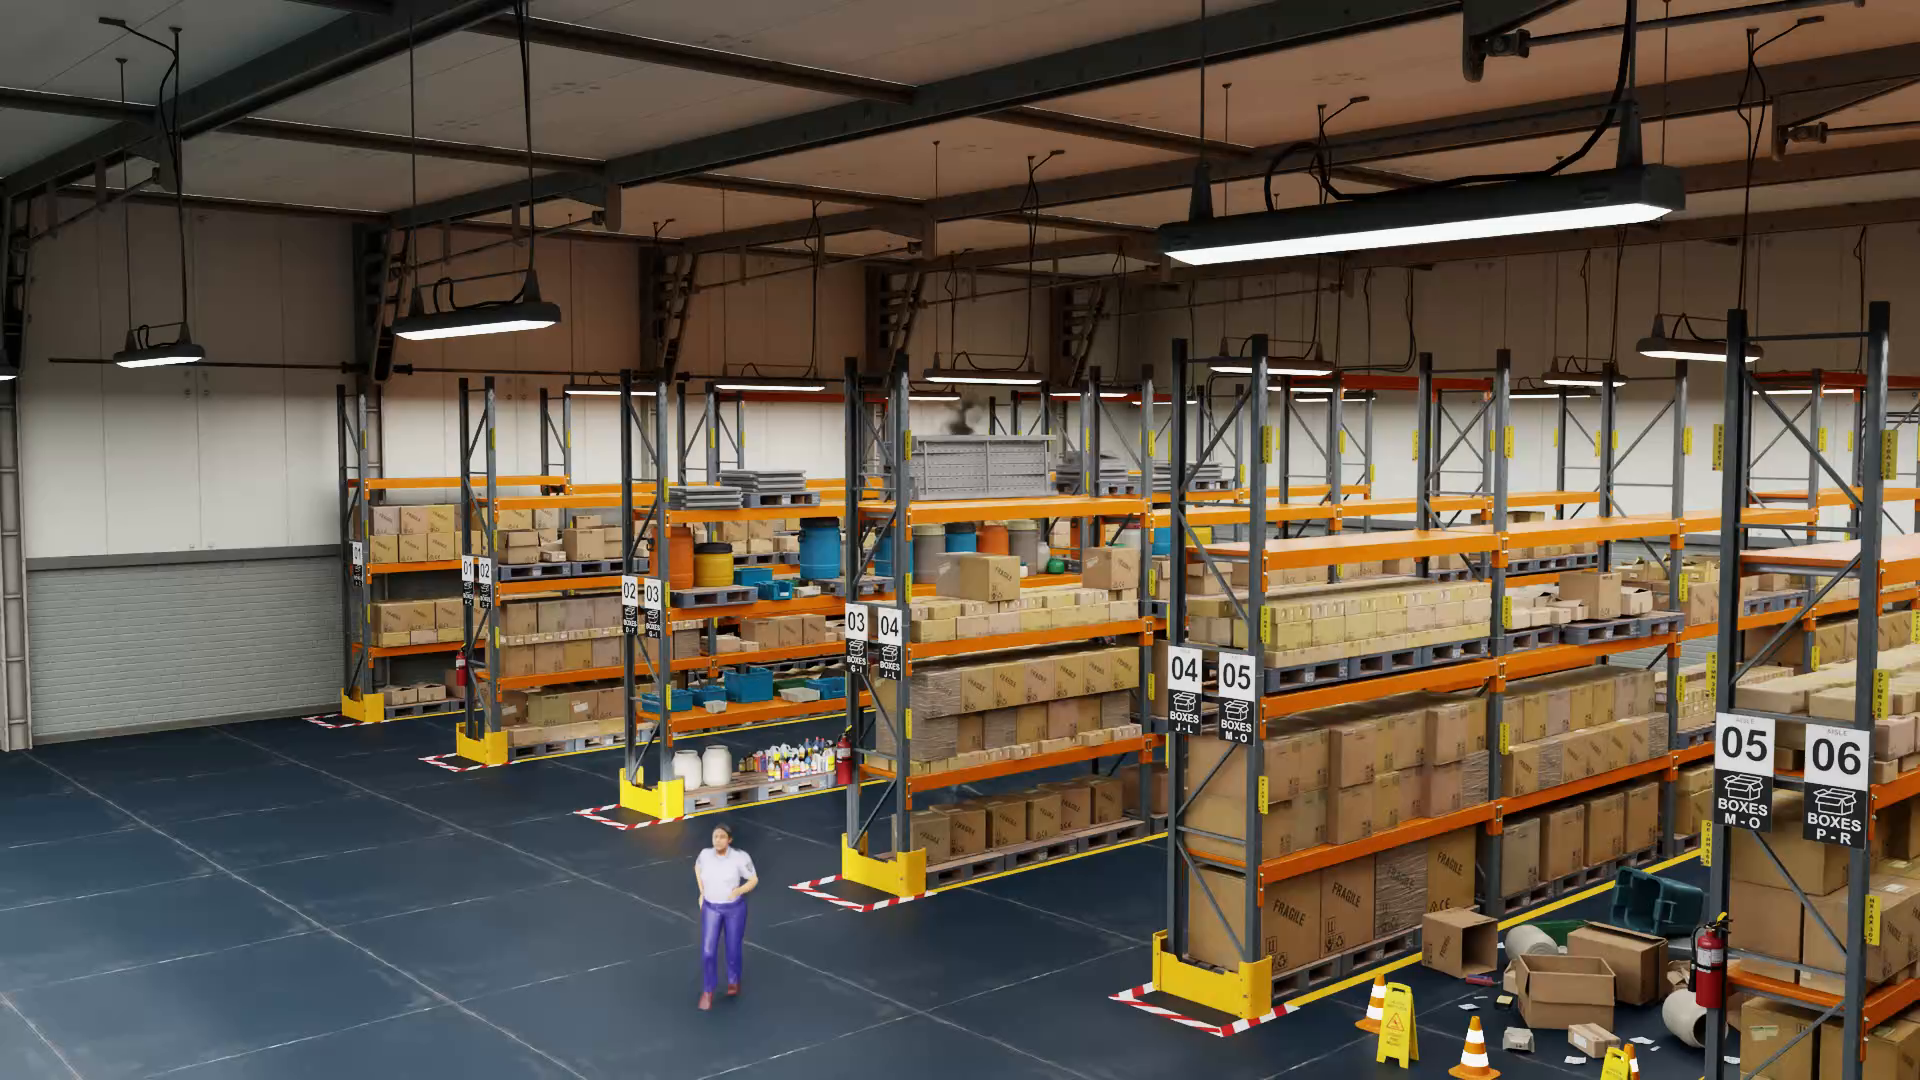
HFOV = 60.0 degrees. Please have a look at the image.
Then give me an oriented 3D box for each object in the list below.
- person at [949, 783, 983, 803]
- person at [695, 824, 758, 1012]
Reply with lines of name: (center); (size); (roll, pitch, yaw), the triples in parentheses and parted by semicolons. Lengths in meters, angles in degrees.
person: (0.025, 2.865, 21.908); (0.575, 1.730, 0.705); (-3, 5, -36)
person: (-2.107, 3.376, 14.923); (0.597, 1.688, 0.703); (0, 4, 0)
